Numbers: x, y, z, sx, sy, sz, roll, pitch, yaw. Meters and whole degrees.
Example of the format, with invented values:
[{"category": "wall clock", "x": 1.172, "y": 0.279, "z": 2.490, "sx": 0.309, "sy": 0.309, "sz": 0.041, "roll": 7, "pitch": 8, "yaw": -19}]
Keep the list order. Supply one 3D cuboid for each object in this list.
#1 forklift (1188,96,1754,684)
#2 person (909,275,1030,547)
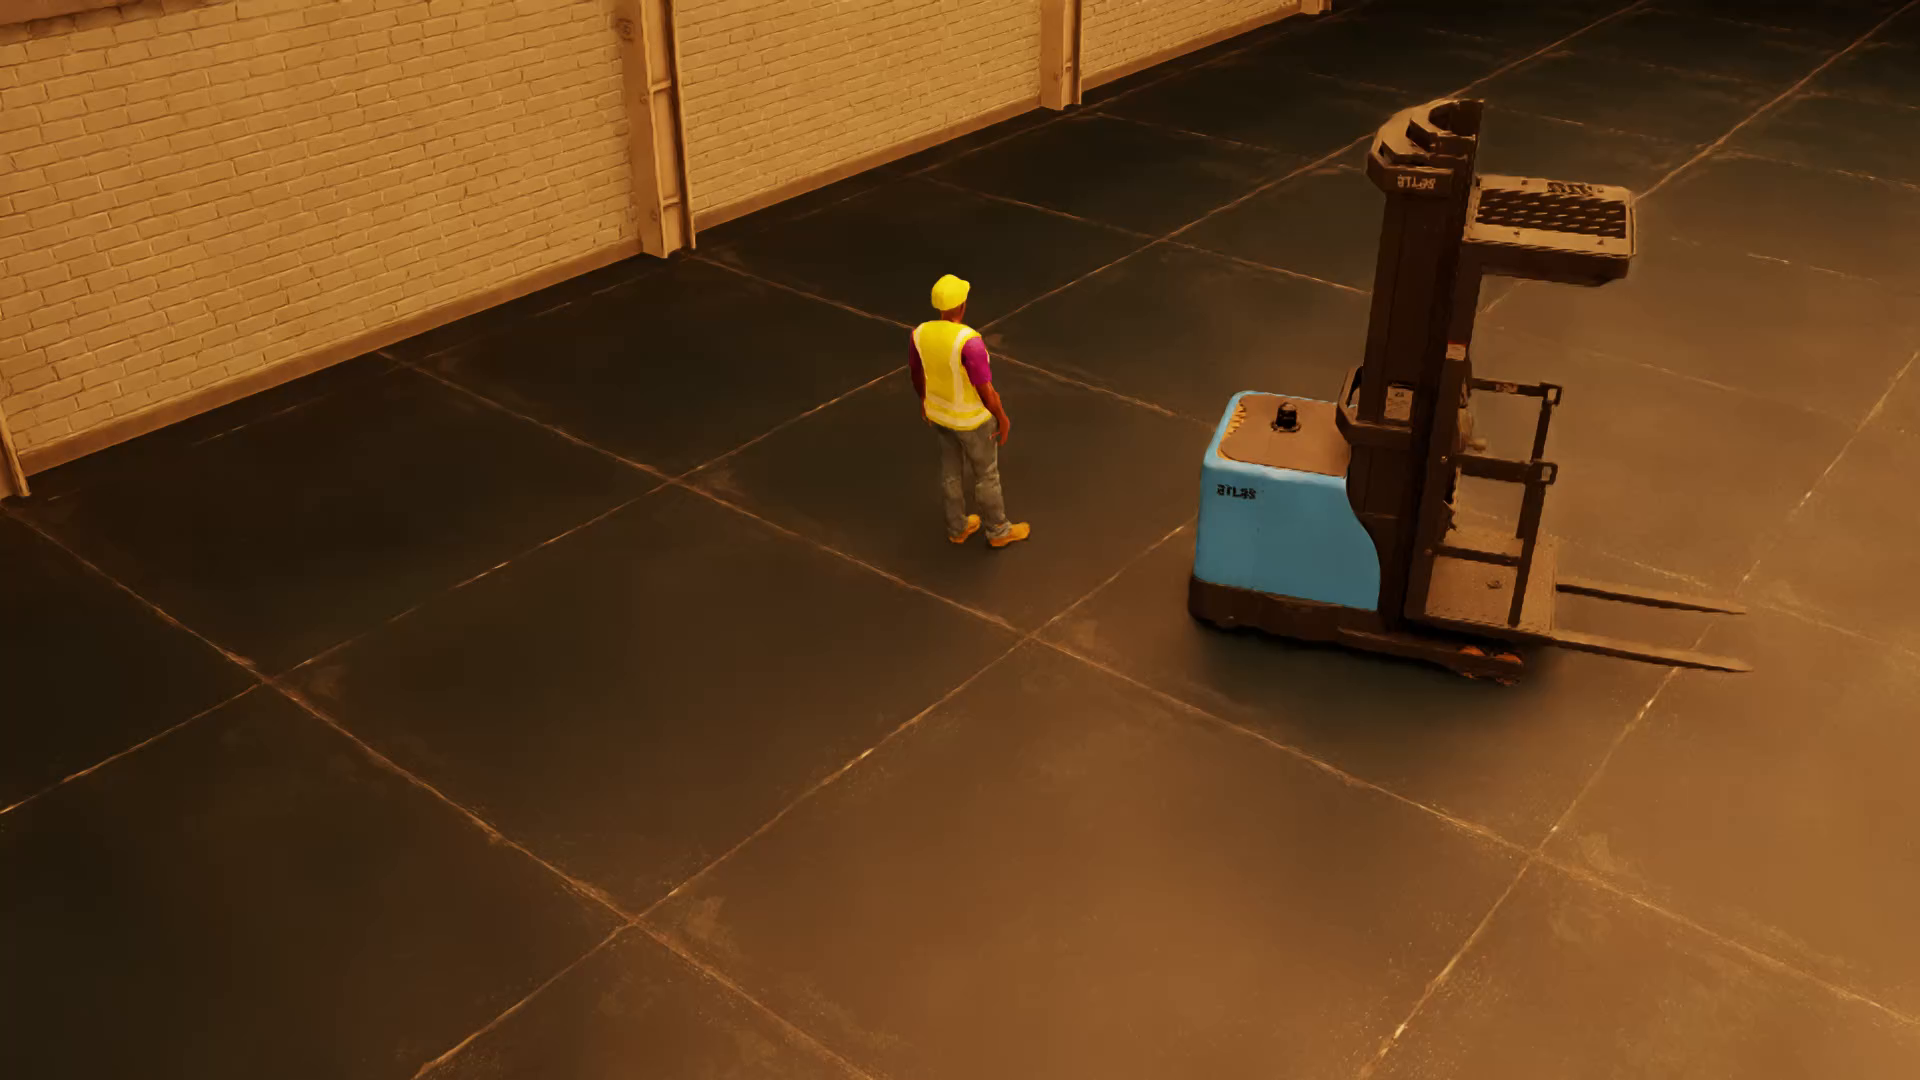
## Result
[{"category": "forklift", "x": 2.900, "y": -0.776, "z": 8.923, "sx": 3.031, "sy": 2.935, "sz": 1.130, "roll": 10, "pitch": 32, "yaw": 16}, {"category": "person", "x": 0.048, "y": -0.794, "z": 10.095, "sx": 0.665, "sy": 1.766, "sz": 0.576, "roll": 22, "pitch": 37, "yaw": 33}]
